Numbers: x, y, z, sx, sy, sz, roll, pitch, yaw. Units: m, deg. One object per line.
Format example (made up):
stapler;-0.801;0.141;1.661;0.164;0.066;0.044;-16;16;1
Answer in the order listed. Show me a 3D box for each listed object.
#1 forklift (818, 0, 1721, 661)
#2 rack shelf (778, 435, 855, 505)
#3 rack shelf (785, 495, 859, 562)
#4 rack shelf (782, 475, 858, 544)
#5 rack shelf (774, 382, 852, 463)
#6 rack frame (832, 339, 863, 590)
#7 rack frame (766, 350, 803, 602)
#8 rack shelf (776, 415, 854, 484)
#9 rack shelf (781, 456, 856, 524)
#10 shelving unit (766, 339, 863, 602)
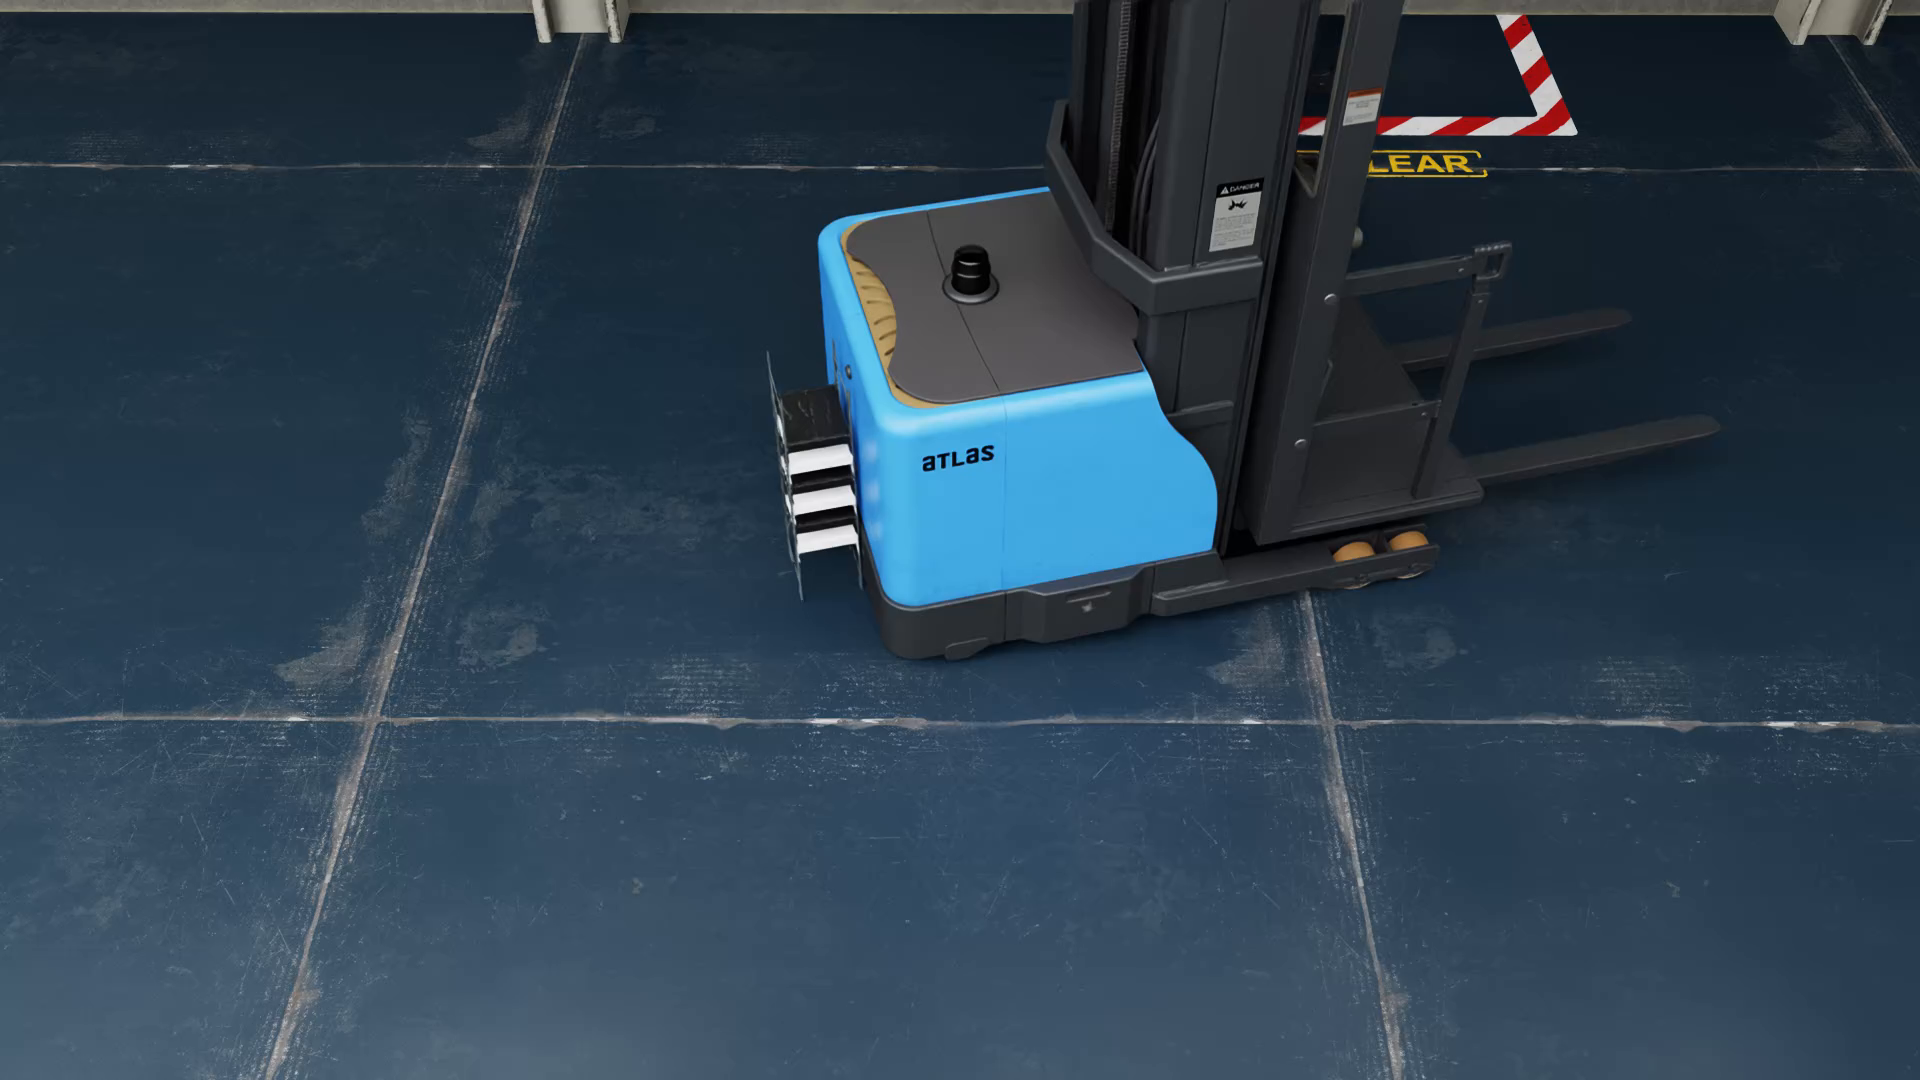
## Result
forklift;1.114;-1.199;4.864;3.031;2.935;1.130;-11;48;-10
rack shelf;-0.458;-0.242;5.284;0.200;0.077;0.258;-11;48;-10
rack shelf;-0.458;-0.059;5.481;0.200;0.077;0.258;-11;48;-10
rack shelf;-0.458;-0.120;5.415;0.200;0.077;0.258;-11;48;-10
rack shelf;-0.458;-0.365;5.152;0.200;0.077;0.258;-11;48;-10
rack frame;-0.360;-0.222;5.342;0.006;0.900;0.240;-11;48;-10
rack frame;-0.557;-0.185;5.308;0.006;0.900;0.240;-11;48;-10
rack shelf;-0.458;-0.304;5.218;0.200;0.077;0.258;-11;48;-10
rack shelf;-0.458;-0.181;5.349;0.200;0.077;0.258;-11;48;-10
shelving unit;-0.458;-0.204;5.325;0.210;0.900;0.258;-11;48;-10
